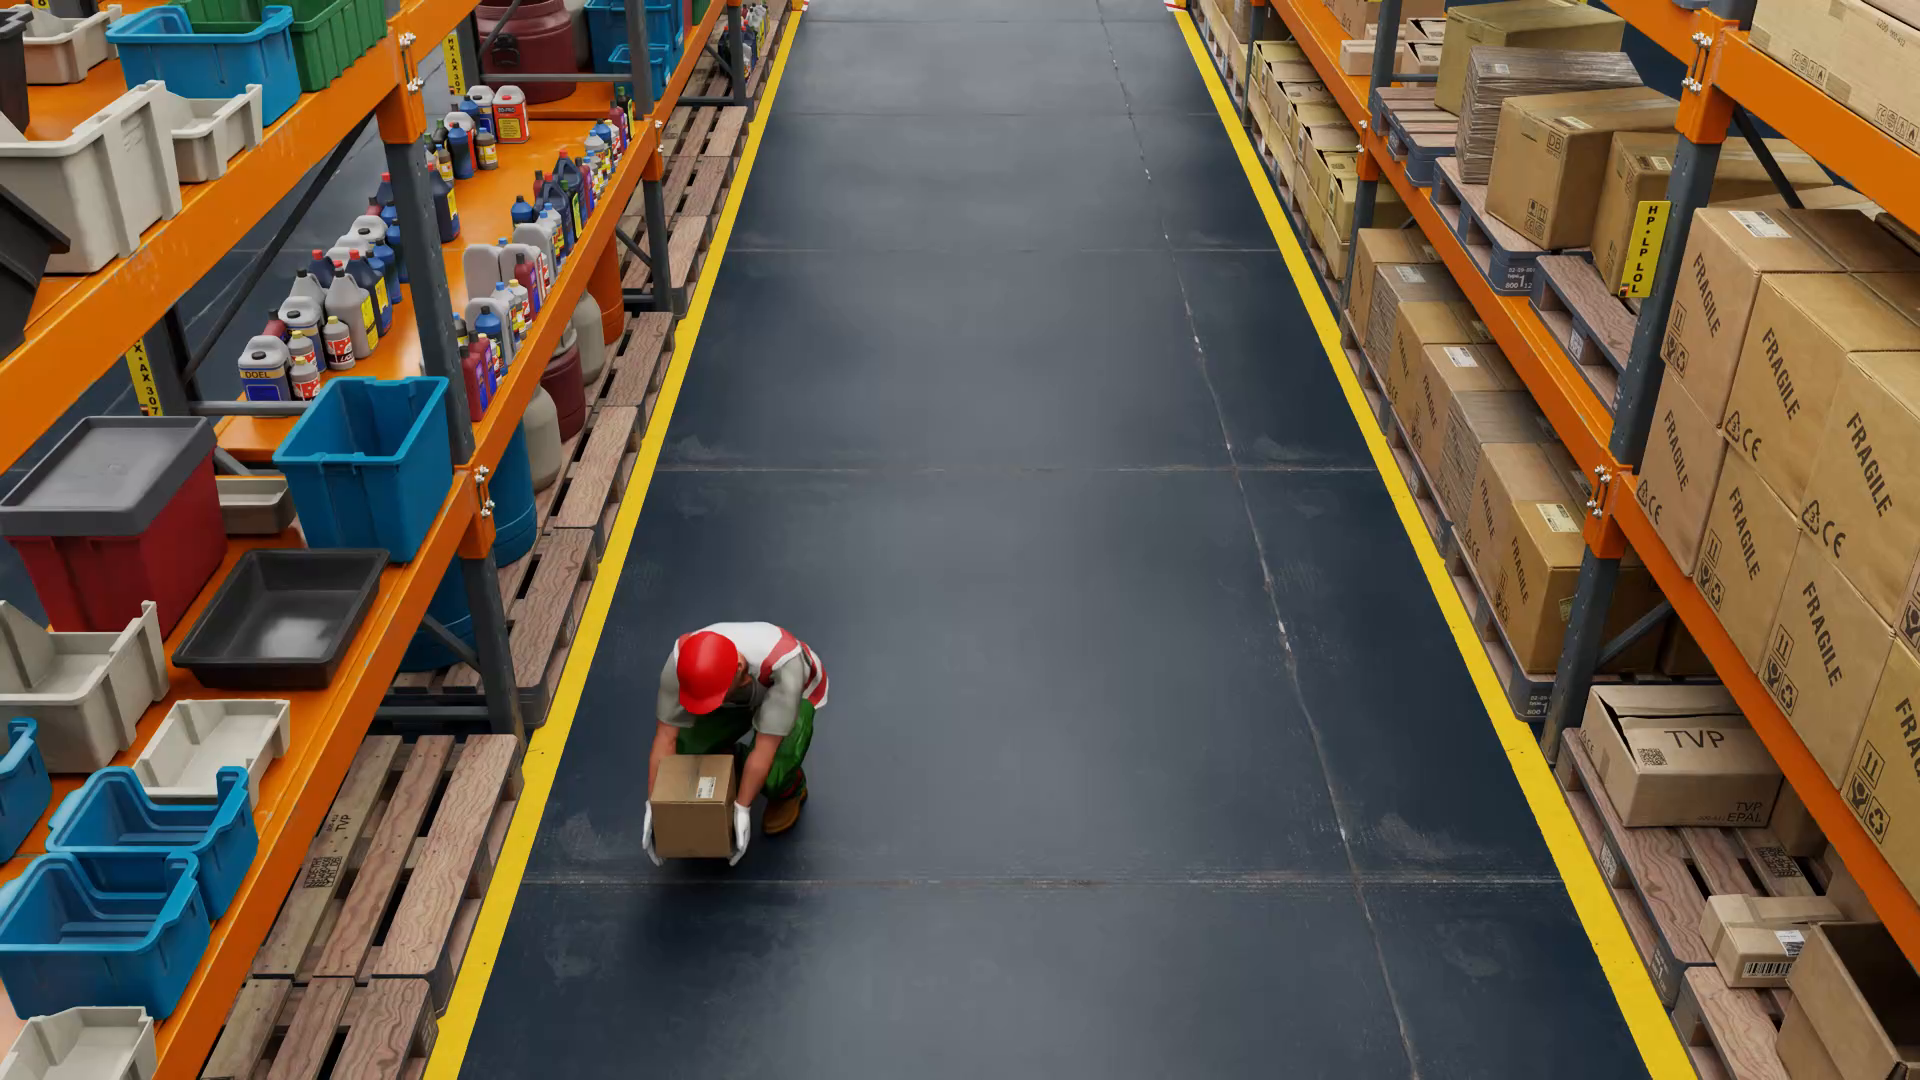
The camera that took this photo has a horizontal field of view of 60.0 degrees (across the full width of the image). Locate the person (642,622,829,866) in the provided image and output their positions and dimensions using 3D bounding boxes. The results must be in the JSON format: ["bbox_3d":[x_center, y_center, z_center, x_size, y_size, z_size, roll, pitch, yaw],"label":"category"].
[{"bbox_3d":[-0.787,0.627,5.855,0.554,0.992,0.929,13,33,20],"label":"person"}]
